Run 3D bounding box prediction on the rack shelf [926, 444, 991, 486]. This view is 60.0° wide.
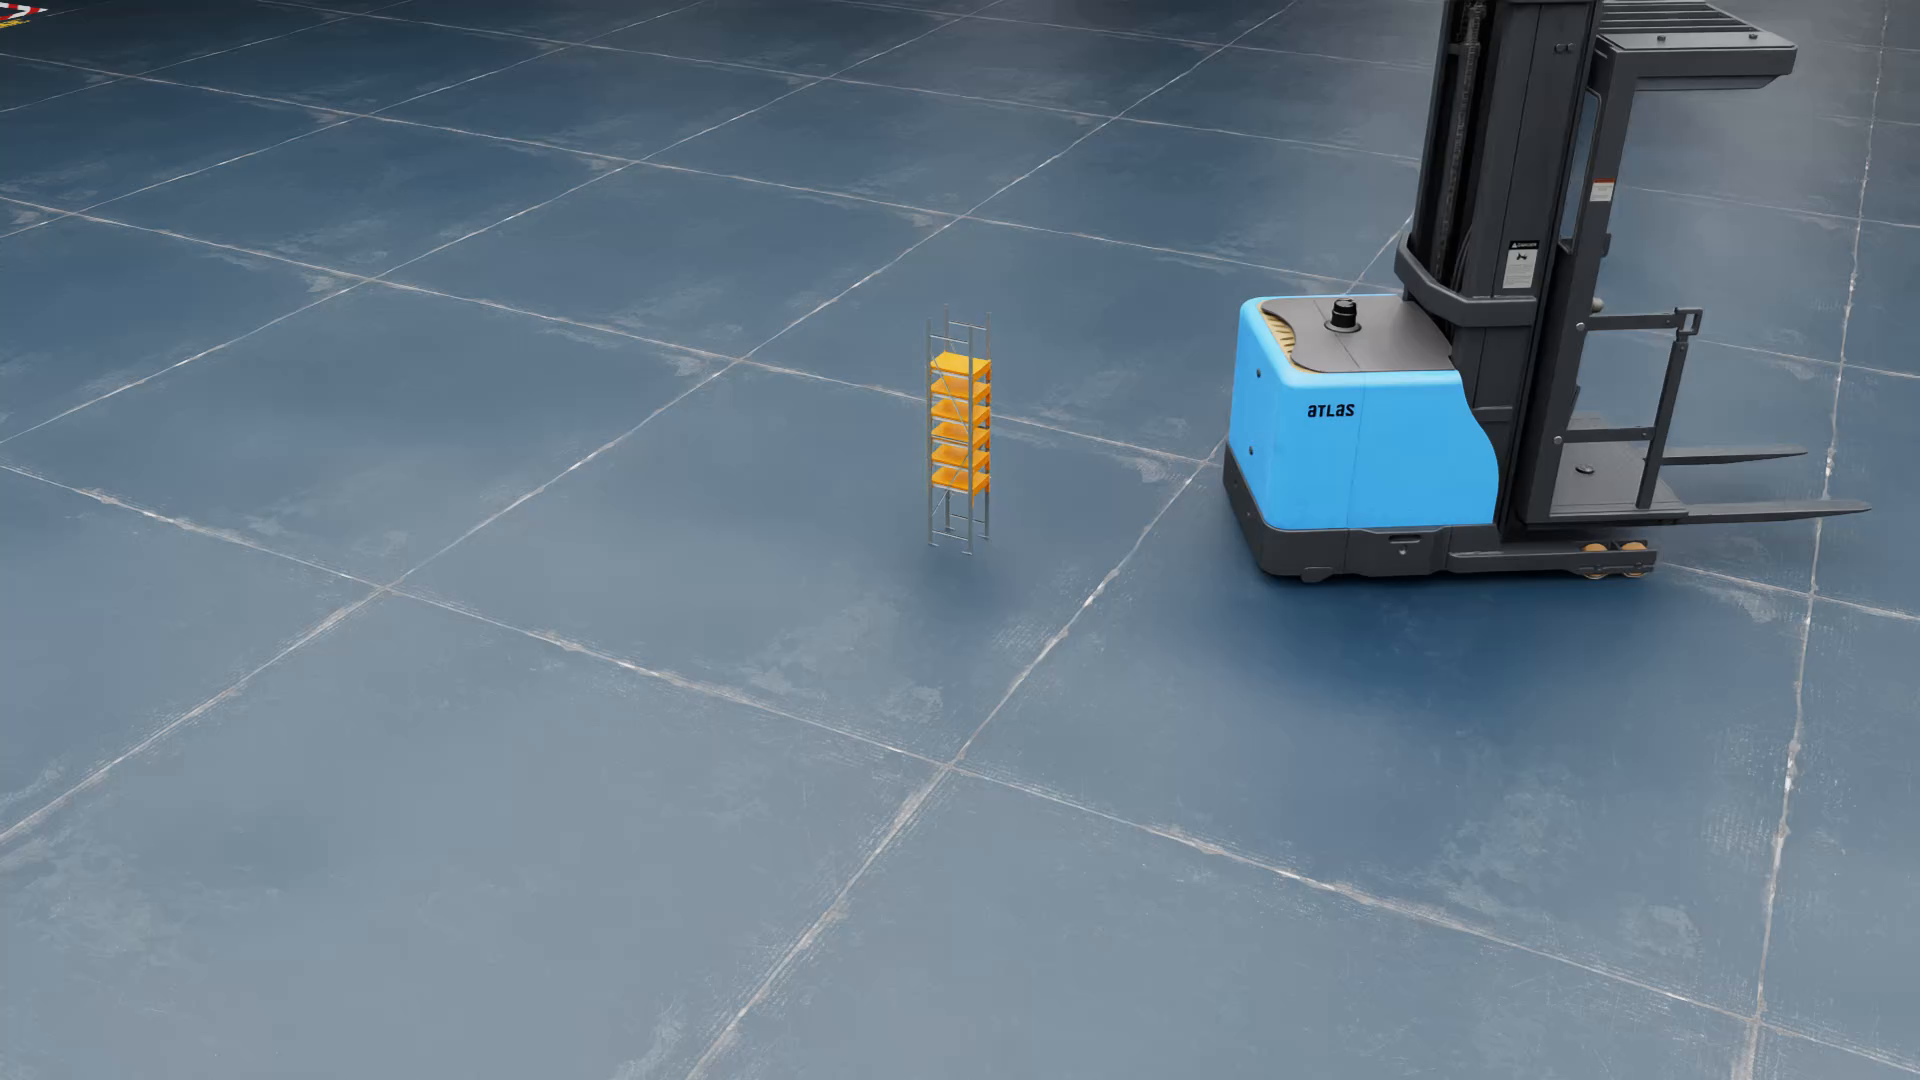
[{"bbox_3d":[-0.007,-0.371,8.022,0.258,0.103,0.180,14,33,23],"label":"rack shelf"}]

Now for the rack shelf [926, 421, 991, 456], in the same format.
[{"bbox_3d":[-0.007,-0.475,7.962,0.258,0.103,0.180,14,33,23],"label":"rack shelf"}]

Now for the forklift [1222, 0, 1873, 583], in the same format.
[{"bbox_3d":[2.902,-1.347,7.652,3.031,2.935,1.130,-2,30,-3],"label":"forklift"}]

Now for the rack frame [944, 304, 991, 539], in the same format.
[{"bbox_3d":[0.035,-0.554,8.011,0.240,1.200,0.006,14,33,23],"label":"rack frame"}]

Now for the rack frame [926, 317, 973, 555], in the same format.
[{"bbox_3d":[-0.048,-0.473,7.869,0.240,1.200,0.006,14,33,23],"label":"rack frame"}]

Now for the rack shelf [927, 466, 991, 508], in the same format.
[{"bbox_3d":[-0.007,-0.267,8.082,0.258,0.103,0.180,14,33,23],"label":"rack shelf"}]

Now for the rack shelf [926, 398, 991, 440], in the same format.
[{"bbox_3d":[-0.007,-0.579,7.902,0.258,0.103,0.180,14,33,23],"label":"rack shelf"}]

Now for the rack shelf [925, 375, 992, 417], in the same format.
[{"bbox_3d":[-0.007,-0.683,7.843,0.258,0.103,0.180,14,33,23],"label":"rack shelf"}]

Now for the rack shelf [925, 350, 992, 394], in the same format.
[{"bbox_3d":[-0.007,-0.788,7.783,0.258,0.103,0.180,14,33,23],"label":"rack shelf"}]

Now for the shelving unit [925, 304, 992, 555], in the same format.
[{"bbox_3d":[-0.007,-0.514,7.940,0.258,1.200,0.189,14,33,23],"label":"shelving unit"}]
